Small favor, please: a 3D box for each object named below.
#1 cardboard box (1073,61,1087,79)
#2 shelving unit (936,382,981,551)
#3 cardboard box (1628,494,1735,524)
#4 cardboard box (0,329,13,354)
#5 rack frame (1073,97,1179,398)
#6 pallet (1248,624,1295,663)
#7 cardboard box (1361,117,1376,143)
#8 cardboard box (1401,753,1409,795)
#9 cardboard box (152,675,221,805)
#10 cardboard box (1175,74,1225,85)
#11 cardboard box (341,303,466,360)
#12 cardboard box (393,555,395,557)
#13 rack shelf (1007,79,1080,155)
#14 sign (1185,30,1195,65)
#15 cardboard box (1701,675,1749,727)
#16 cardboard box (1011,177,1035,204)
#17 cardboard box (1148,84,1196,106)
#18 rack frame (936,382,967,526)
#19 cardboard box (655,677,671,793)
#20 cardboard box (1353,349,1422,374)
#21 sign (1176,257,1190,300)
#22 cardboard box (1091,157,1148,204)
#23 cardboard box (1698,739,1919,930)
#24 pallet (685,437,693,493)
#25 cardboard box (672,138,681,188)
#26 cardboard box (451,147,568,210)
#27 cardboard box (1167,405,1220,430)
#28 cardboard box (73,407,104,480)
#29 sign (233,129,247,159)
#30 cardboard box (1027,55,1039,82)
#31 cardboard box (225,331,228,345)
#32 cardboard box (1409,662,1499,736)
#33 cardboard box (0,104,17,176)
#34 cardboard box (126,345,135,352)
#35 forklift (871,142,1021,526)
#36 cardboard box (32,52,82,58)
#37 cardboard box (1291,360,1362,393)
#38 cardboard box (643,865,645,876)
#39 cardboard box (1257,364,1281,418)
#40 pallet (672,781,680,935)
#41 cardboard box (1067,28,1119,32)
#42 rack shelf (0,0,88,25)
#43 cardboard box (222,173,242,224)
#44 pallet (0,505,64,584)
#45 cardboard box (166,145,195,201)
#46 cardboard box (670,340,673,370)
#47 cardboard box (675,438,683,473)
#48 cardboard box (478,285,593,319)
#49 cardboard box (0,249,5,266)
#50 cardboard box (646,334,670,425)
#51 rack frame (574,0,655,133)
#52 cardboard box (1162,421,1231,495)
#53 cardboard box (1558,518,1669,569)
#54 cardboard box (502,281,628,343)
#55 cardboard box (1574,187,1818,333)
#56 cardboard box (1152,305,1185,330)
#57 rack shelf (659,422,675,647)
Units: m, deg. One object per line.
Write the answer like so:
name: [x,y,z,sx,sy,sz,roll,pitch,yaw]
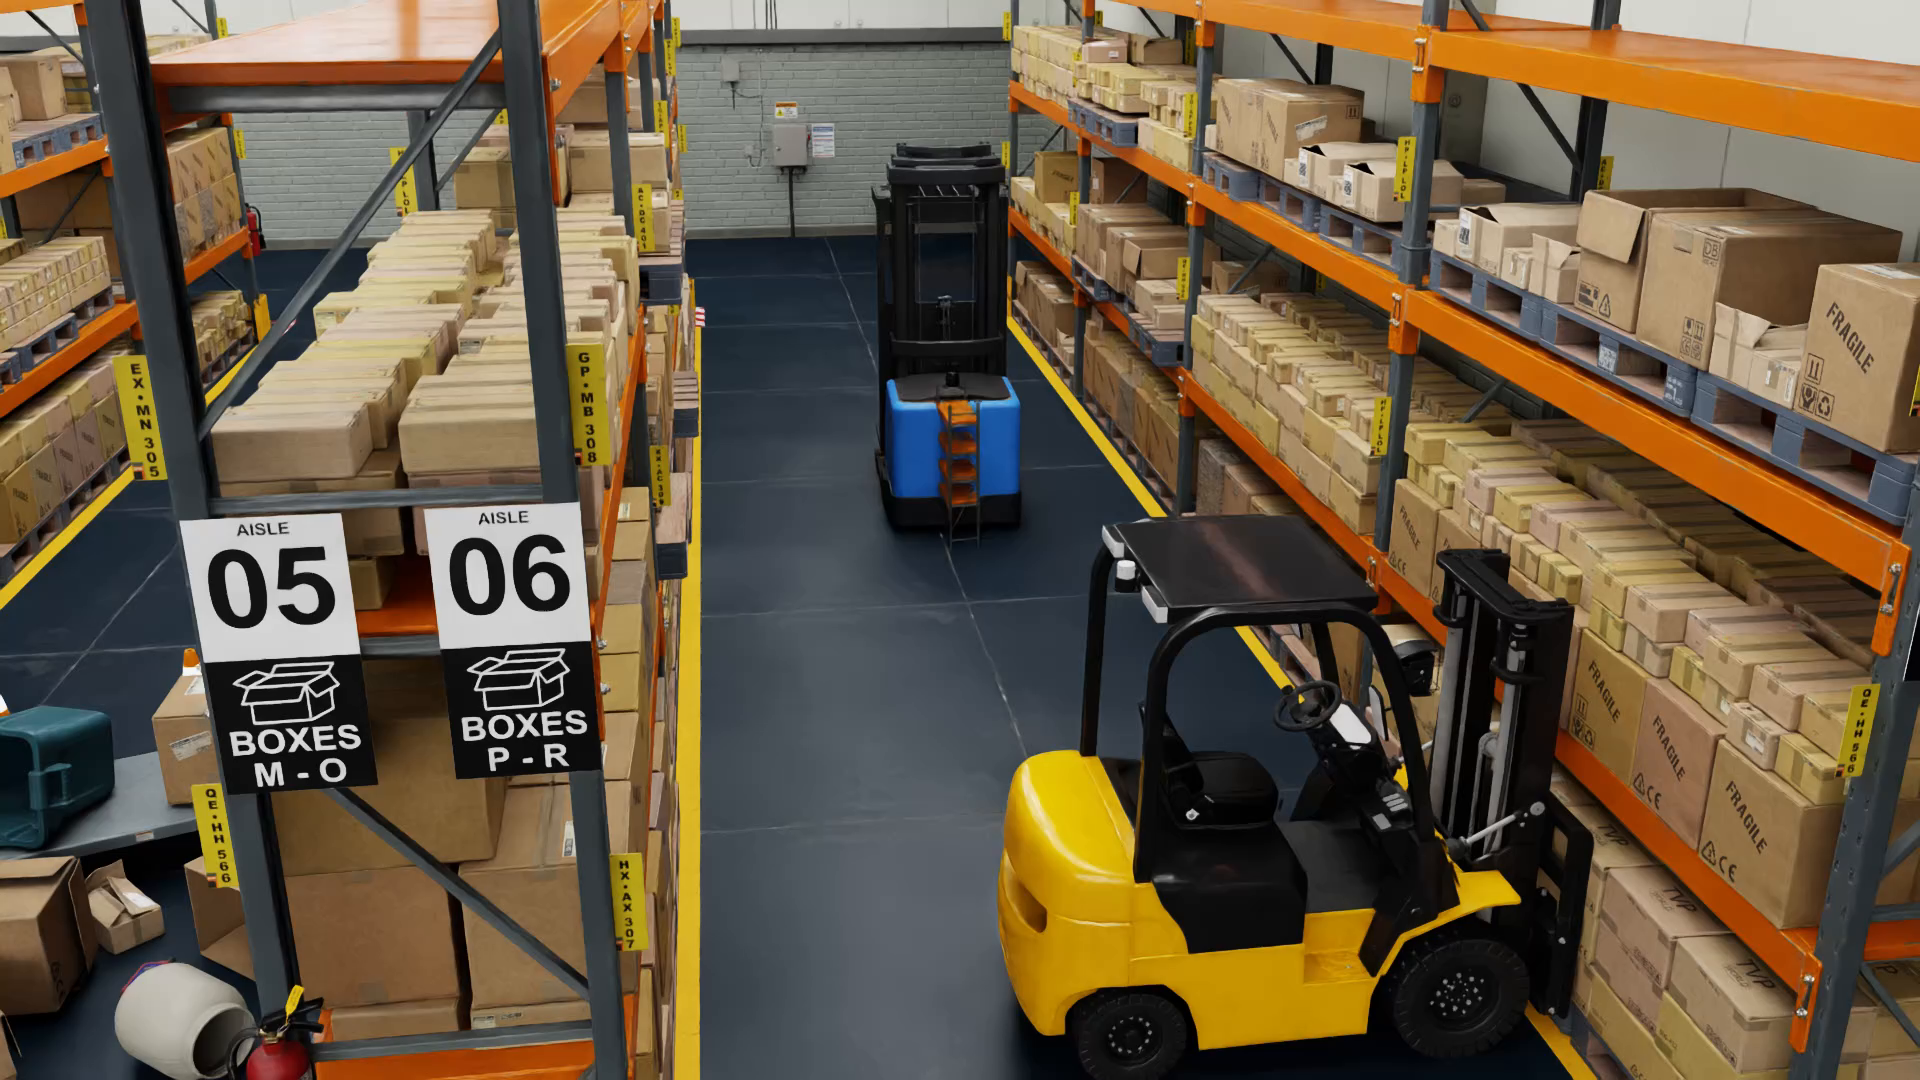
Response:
cardboard box: [1.284,-4.459,15.772,0.380,0.149,0.250,-2,21,-6]
shelving unit: [-0.016,-0.576,12.999,0.258,1.200,0.503,-5,24,-10]
cardboard box: [3.326,-0.094,7.686,0.380,0.149,0.250,-3,21,-8]
cardboard box: [-7.527,-1.517,12.749,0.380,0.149,0.250,-2,21,-5]
rack frame: [1.675,-2.914,16.732,1.000,3.000,0.127,-3,21,-8]
pallet: [2.504,0.485,11.615,1.003,0.211,1.213,-3,21,-8]
cardboard box: [2.610,-2.870,11.798,0.500,0.250,0.500,-3,21,-8]
cardboard box: [2.659,1.306,8.762,0.500,0.250,0.500,-3,21,-9]
cardboard box: [-3.840,1.024,8.679,0.500,0.500,0.500,-3,21,-8]
cardboard box: [2.082,-3.955,14.421,0.380,0.149,0.250,-2,21,-6]
cardboard box: [-1.927,-0.717,5.782,0.380,0.149,0.250,-4,21,-9]
cardboard box: [-1.903,0.011,4.973,0.380,0.149,0.250,-3,21,-7]
rack shelf: [1.387,-4.675,18.187,1.077,0.370,4.000,-3,21,-8]
sign: [2.224,-4.776,16.126,0.100,0.325,0.005,-3,21,-8]
cardboard box: [3.034,0.604,6.242,0.380,0.149,0.250,-3,21,-7]
cardboard box: [0.897,-4.198,19.957,0.500,0.250,0.500,-3,21,-7]
cardboard box: [1.761,-3.657,13.652,0.380,0.149,0.250,-3,21,-9]
rack frame: [-0.064,-0.672,13.217,0.240,1.200,0.015,-5,24,-10]
cardboard box: [-1.732,1.038,8.406,0.500,0.500,0.500,-3,21,-9]
cardboard box: [2.816,-1.158,10.959,0.380,0.149,0.250,-3,21,-7]
sign: [1.716,-2.004,12.753,0.100,0.325,0.005,-3,21,-8]
cardboard box: [1.724,-3.864,17.991,0.500,0.500,0.500,-3,21,-9]
cardboard box: [3.074,1.036,6.011,0.500,0.500,0.500,-3,21,-9]
pallet: [-2.871,-0.670,14.708,1.003,0.211,1.213,-3,21,-8]
cardboard box: [-3.404,-4.229,18.679,0.500,0.500,0.500,-3,21,-8]
cardboard box: [-2.293,-1.853,8.503,0.500,0.250,0.500,-2,21,-7]
cardboard box: [1.930,-1.017,13.698,0.380,0.149,0.250,-4,21,-10]
cardboard box: [-7.621,-0.805,14.056,0.500,0.500,0.500,-3,21,-9]
sign: [-8.145,-4.475,18.803,0.100,0.325,0.005,-3,21,-8]
cardboard box: [1.047,-5.253,18.497,0.500,0.250,0.500,-4,21,-9]
cardboard box: [-8.276,-2.188,18.261,0.380,0.149,0.250,-3,21,-7]
cardboard box: [2.651,0.839,8.582,0.500,0.250,0.500,-3,21,-8]
cardboard box: [-7.519,-3.002,12.536,0.500,0.500,0.500,-3,21,-8]
cardboard box: [-8.031,-1.831,16.456,0.380,0.149,0.250,-3,21,-9]
forklift: [-0.175,-1.957,14.268,1.130,2.935,3.031,-2,21,-6]
cardboard box: [-8.482,-4.499,15.617,0.380,0.149,0.250,-2,21,-6]
cardboard box: [2.346,-1.043,10.652,0.380,0.149,0.250,-3,21,-7]
cardboard box: [-1.350,1.209,6.051,0.380,0.149,0.250,-3,21,-7]
cardboard box: [2.301,-0.996,11.096,0.500,0.250,0.500,-3,21,-7]
pallet: [-1.951,1.644,8.512,1.003,0.211,1.213,-3,21,-8]
cardboard box: [1.513,-5.688,18.945,0.500,0.250,0.500,-4,21,-9]
rack shelf: [-7.832,-3.972,12.588,1.077,0.370,4.000,-3,21,-8]
cardboard box: [-8.377,-3.807,18.553,0.500,0.500,0.500,-2,21,-7]
pallet: [-7.655,0.043,12.801,1.003,0.211,1.213,-3,21,-8]
cardboard box: [-8.148,-3.734,16.929,0.500,0.500,0.500,-4,21,-10]
cardboard box: [-2.481,-1.390,12.864,0.500,0.250,0.500,-3,21,-9]
cardboard box: [-2.677,-0.723,13.300,0.875,0.875,0.875,-3,21,-8]
cardboard box: [-1.544,-0.831,6.086,0.380,0.149,0.250,-2,21,-7]
cardboard box: [-8.438,-2.391,14.240,0.380,0.149,0.250,-3,21,-7]
cardboard box: [-2.082,-0.975,10.372,0.500,0.500,0.500,-4,21,-10]
rack frame: [-2.660,-4.088,11.301,1.000,3.000,0.127,-3,21,-8]
cardboard box: [1.978,-0.691,13.751,0.500,0.500,0.500,-2,21,-6]
cardboard box: [2.898,0.018,7.385,0.380,0.149,0.250,-3,21,-8]
cardboard box: [-1.620,-0.876,6.776,0.500,0.250,0.500,-3,21,-9]
cardboard box: [3.005,-1.162,6.862,0.797,0.503,0.637,-2,21,-6]
cardboard box: [1.777,-1.817,13.552,0.380,0.149,0.250,-3,21,-7]
rack shelf: [-2.372,-0.248,10.622,1.077,0.370,4.000,-3,21,-8]
